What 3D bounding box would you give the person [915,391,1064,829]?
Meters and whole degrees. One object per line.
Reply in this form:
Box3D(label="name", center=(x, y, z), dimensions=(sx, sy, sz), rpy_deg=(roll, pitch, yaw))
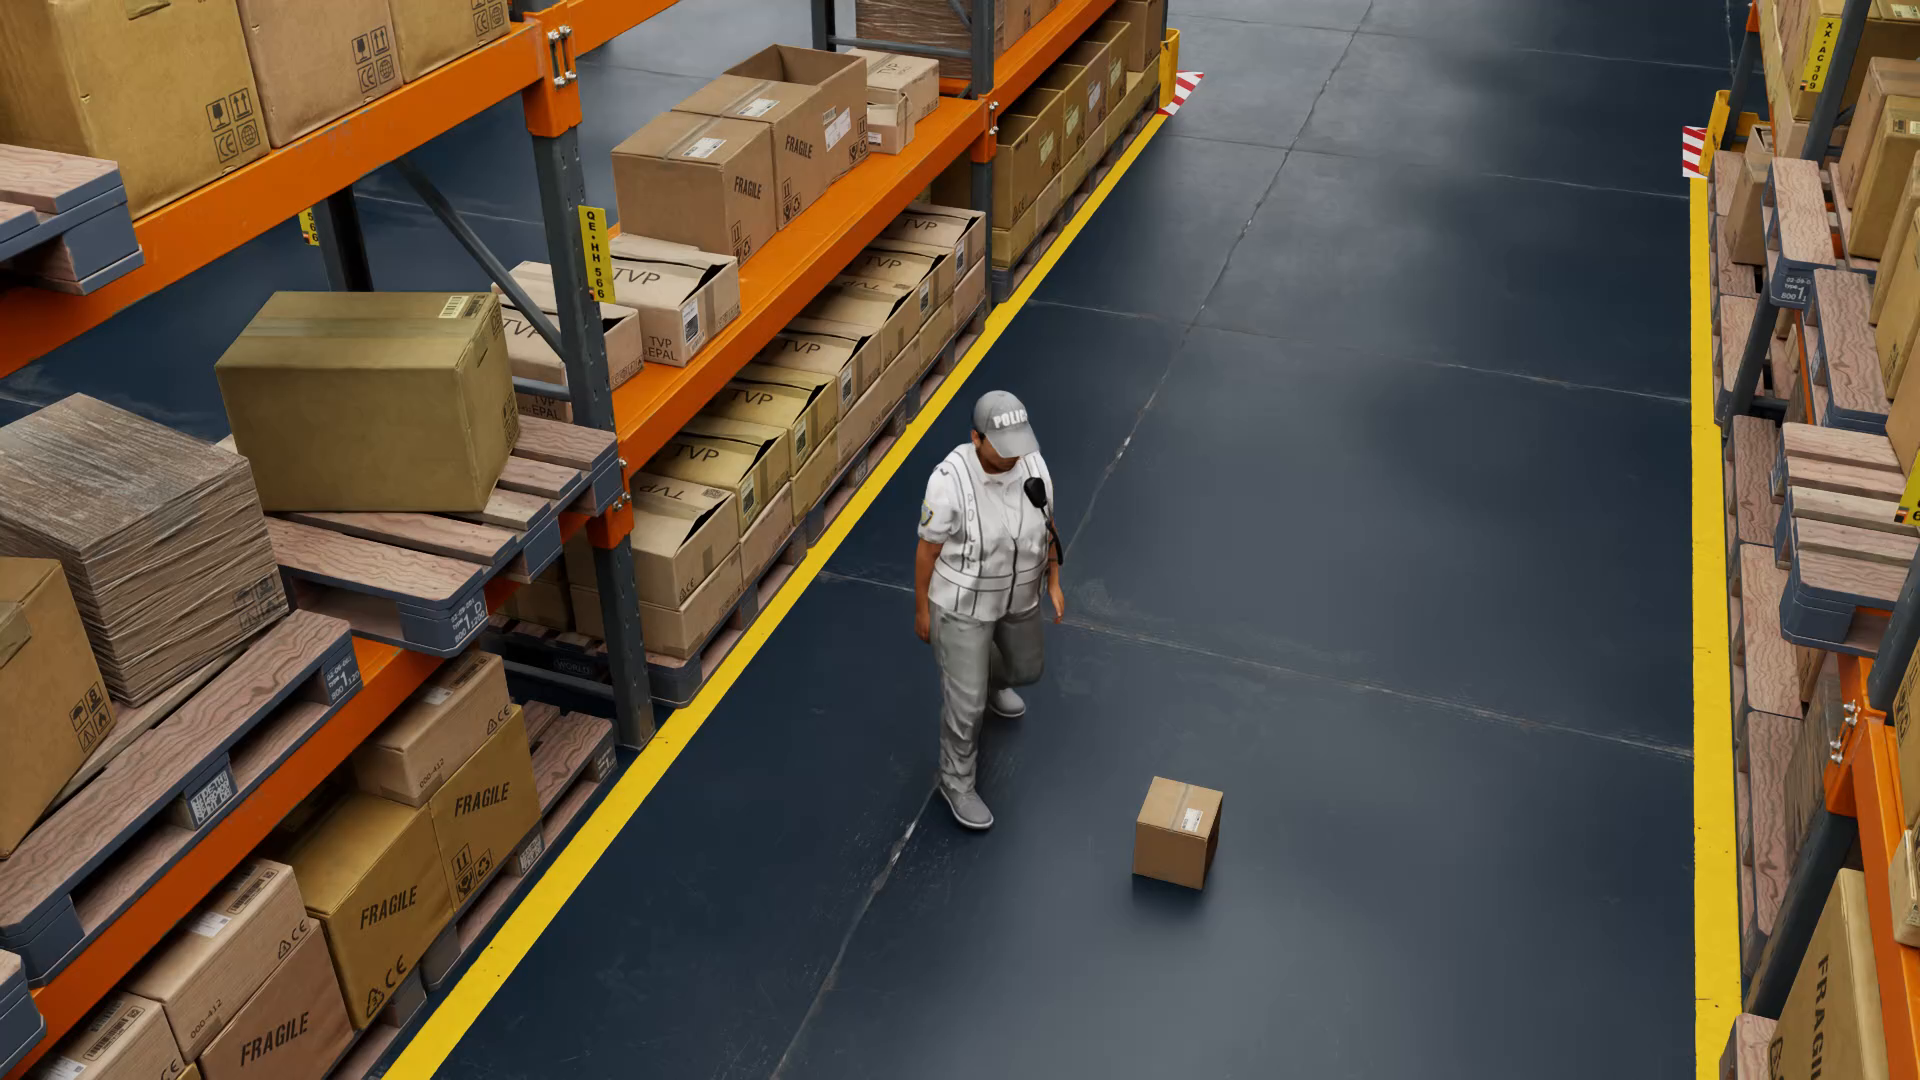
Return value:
Box3D(label="person", center=(0.087, 0.162, 5.898), dimensions=(0.556, 1.638, 0.691), rpy_deg=(-18, 37, -25))
